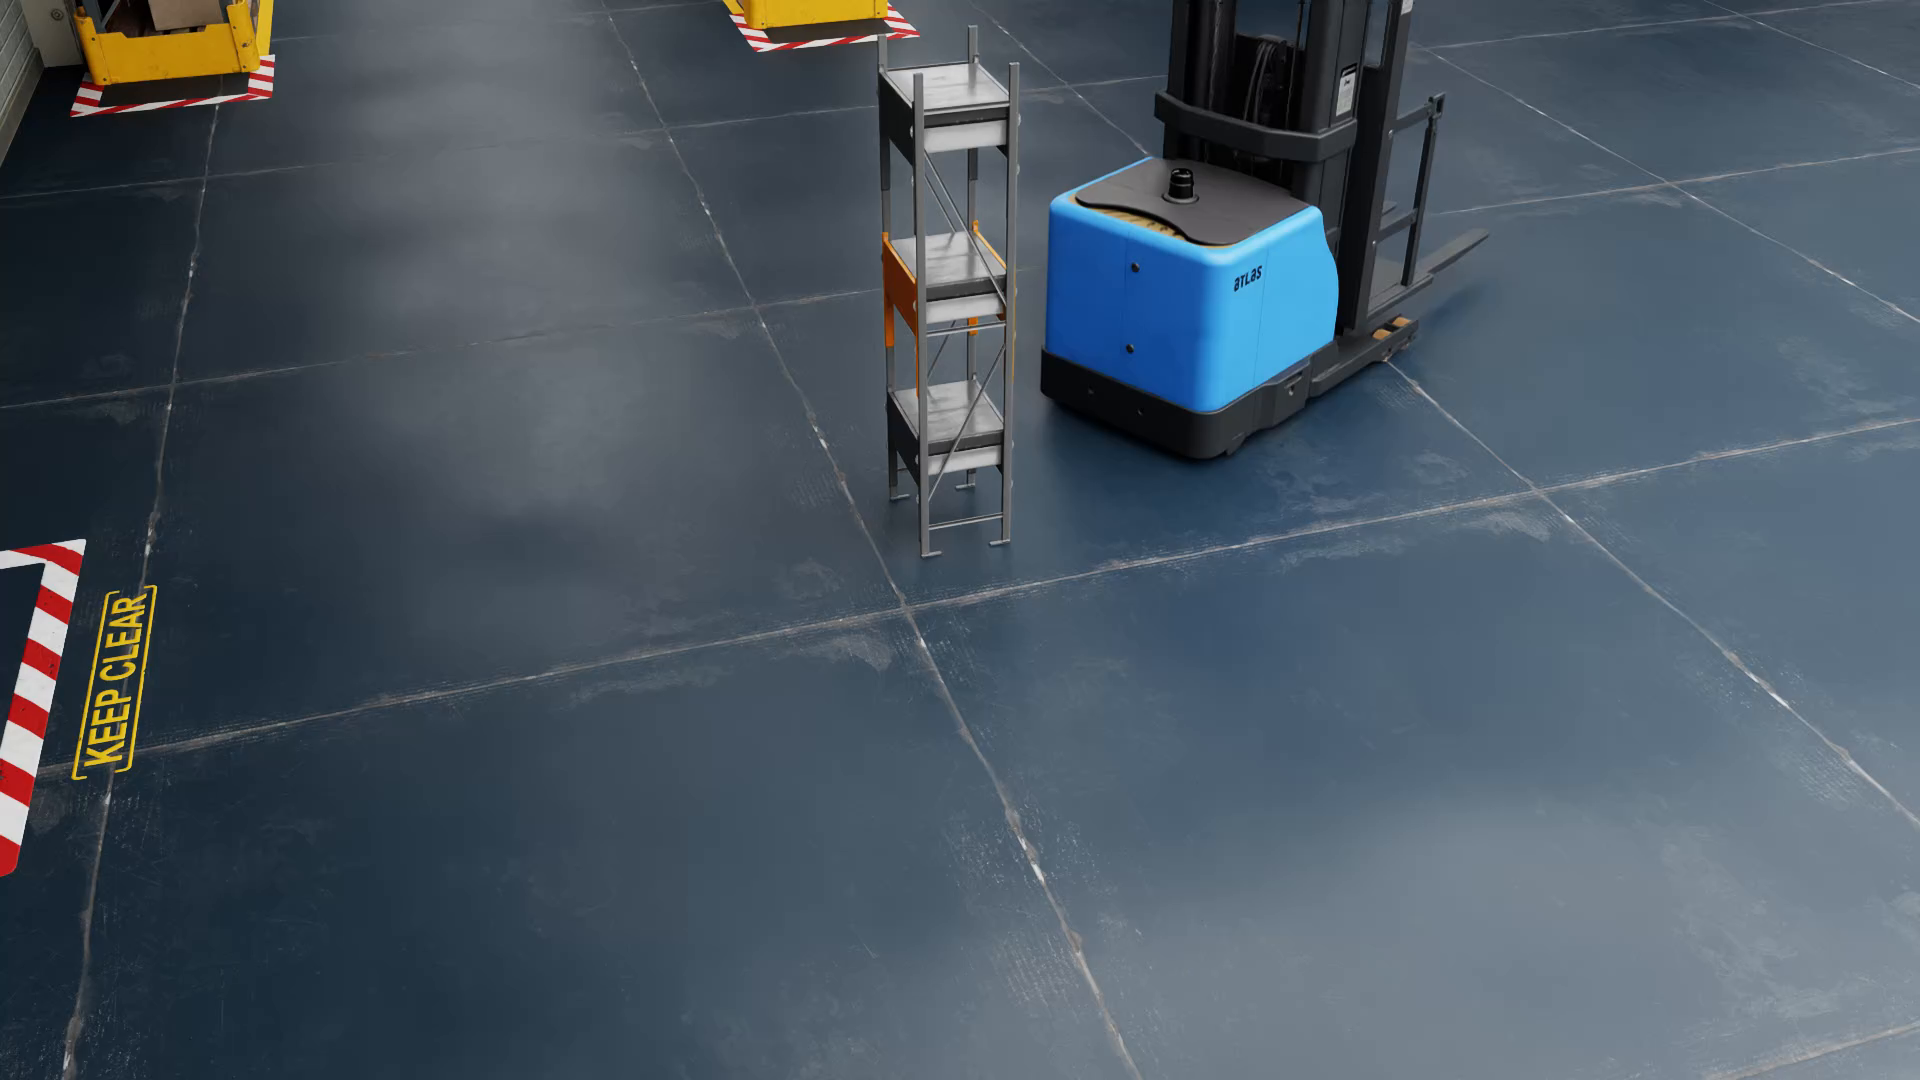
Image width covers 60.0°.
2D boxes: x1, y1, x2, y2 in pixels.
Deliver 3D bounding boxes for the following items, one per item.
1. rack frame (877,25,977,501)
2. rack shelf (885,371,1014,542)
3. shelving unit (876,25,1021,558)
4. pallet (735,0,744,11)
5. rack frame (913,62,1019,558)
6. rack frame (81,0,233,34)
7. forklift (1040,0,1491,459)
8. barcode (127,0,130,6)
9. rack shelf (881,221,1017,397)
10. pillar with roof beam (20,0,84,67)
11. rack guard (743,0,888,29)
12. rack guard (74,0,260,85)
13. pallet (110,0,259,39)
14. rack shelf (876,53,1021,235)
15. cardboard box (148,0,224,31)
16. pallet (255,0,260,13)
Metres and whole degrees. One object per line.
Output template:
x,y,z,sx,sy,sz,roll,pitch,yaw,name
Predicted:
-0.125,-1.091,6.997,0.400,2.100,0.015,-10,35,-15,rack frame
-0.050,-0.368,7.196,0.431,0.518,0.480,-10,35,-15,rack shelf
-0.050,-0.963,6.803,0.431,2.100,0.503,-10,35,-15,shelving unit
-1.475,-4.838,14.380,1.003,0.211,1.213,-10,35,-15,pallet
0.024,-0.835,6.609,0.400,2.100,0.015,-10,35,-15,rack frame
-5.918,-4.772,11.751,1.000,3.000,0.127,-10,35,-15,rack frame
1.768,-2.321,8.104,1.130,2.935,3.031,27,42,35,forklift
-6.430,-4.158,12.853,0.001,0.075,0.075,-10,35,-15,barcode
-0.050,-0.952,6.810,0.431,0.518,0.480,-10,35,-15,rack shelf
-2.855,-8.221,11.528,9.100,9.000,0.400,-10,35,-15,pillar with roof beam
-1.194,-4.551,13.684,1.175,0.500,0.348,-10,35,-15,rack guard
-5.941,-3.769,12.500,1.175,0.500,0.348,-10,35,-15,rack guard
-6.155,-4.081,13.234,1.003,0.211,1.213,-10,35,-15,pallet
-0.050,-1.536,6.424,0.431,0.518,0.480,-10,35,-15,rack shelf
-6.043,-4.212,12.943,0.500,0.311,0.500,-14,36,-20,cardboard box
-6.524,-4.720,14.202,1.003,0.211,1.213,-10,35,-15,pallet
